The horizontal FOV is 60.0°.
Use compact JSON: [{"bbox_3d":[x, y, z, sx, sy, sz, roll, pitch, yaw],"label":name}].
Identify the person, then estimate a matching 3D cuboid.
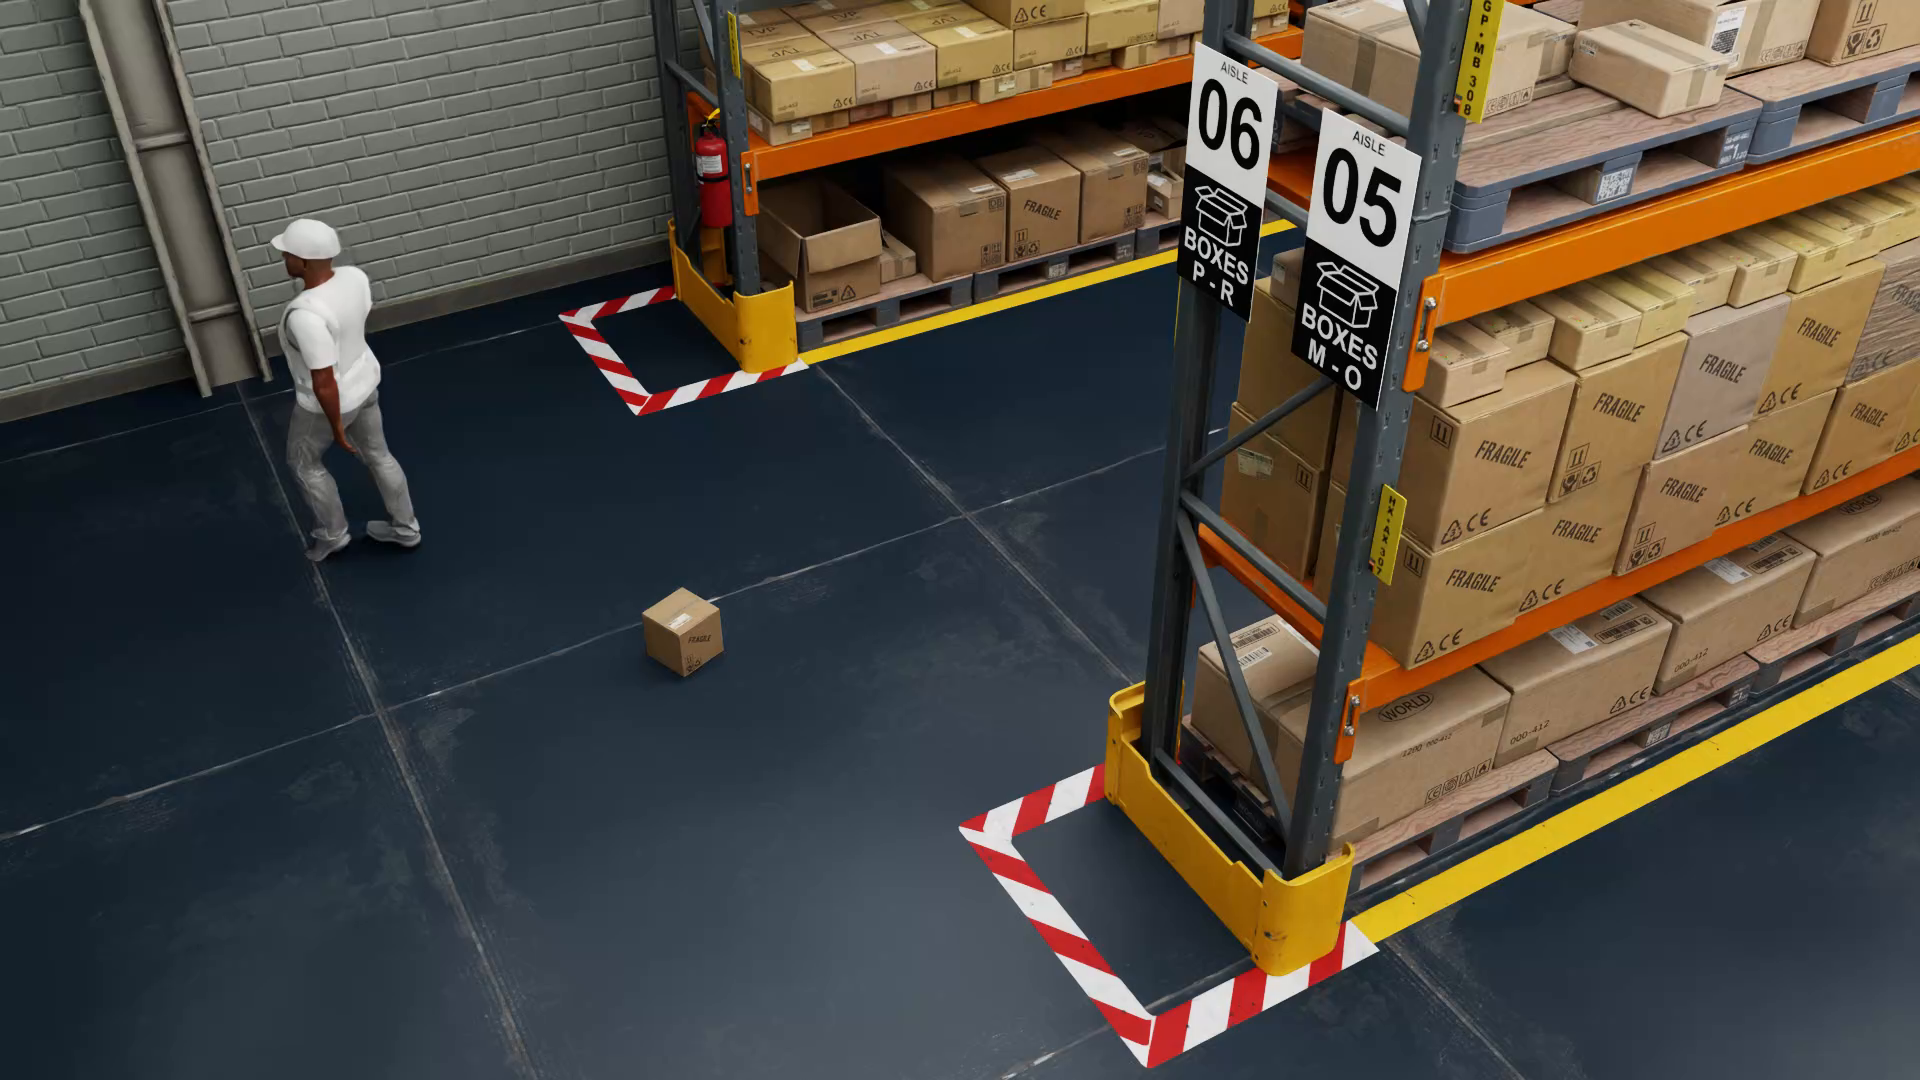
[{"bbox_3d":[-2.961,-0.677,7.846,0.580,1.829,0.568,10,38,13],"label":"person"}]
